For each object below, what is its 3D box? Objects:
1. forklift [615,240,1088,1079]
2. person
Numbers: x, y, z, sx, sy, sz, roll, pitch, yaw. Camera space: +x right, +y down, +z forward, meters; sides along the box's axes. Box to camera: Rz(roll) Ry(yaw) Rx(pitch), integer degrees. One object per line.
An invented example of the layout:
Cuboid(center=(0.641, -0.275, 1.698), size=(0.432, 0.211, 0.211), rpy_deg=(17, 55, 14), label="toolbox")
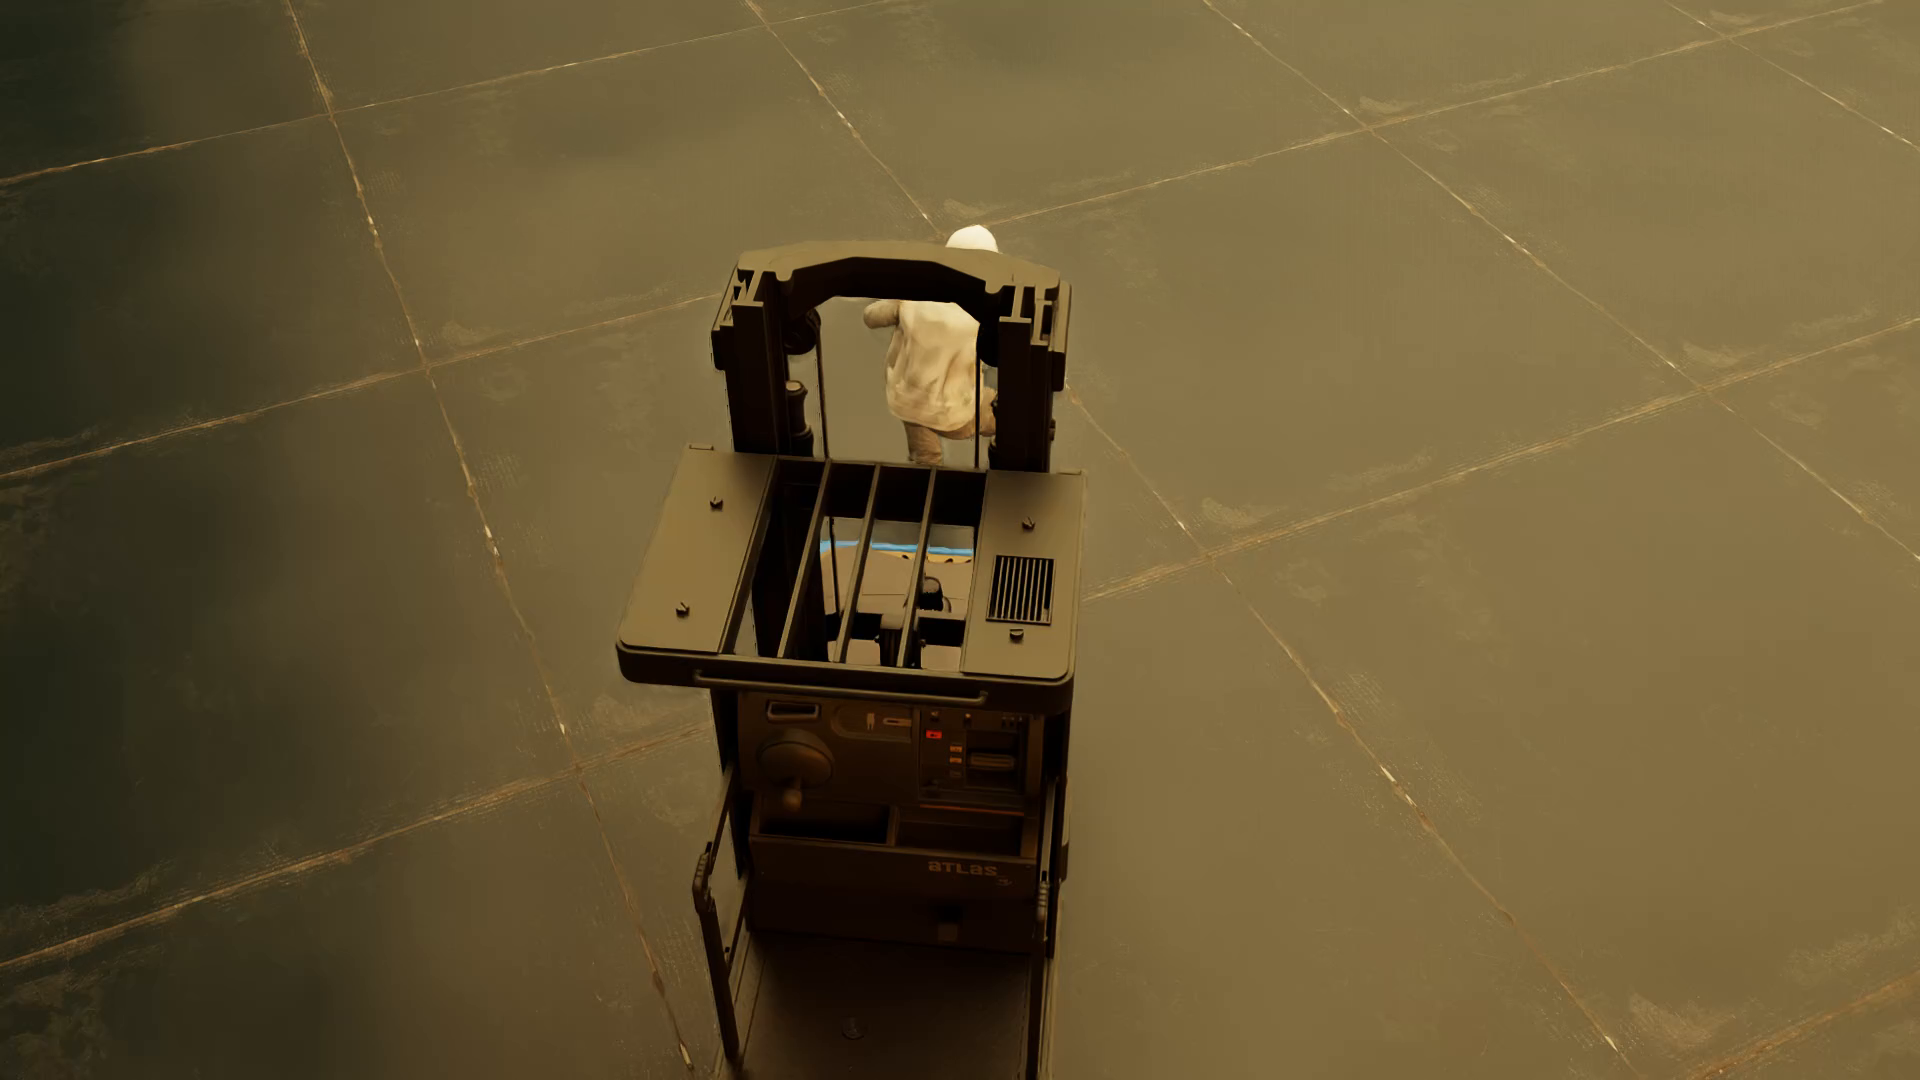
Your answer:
Cuboid(center=(-0.233, 0.736, 4.892), size=(1.130, 2.935, 3.031), rpy_deg=(4, 43, 4), label="forklift")
Cuboid(center=(-0.006, -0.793, 7.518), size=(0.869, 1.588, 0.766), rpy_deg=(14, 45, 14), label="person")
